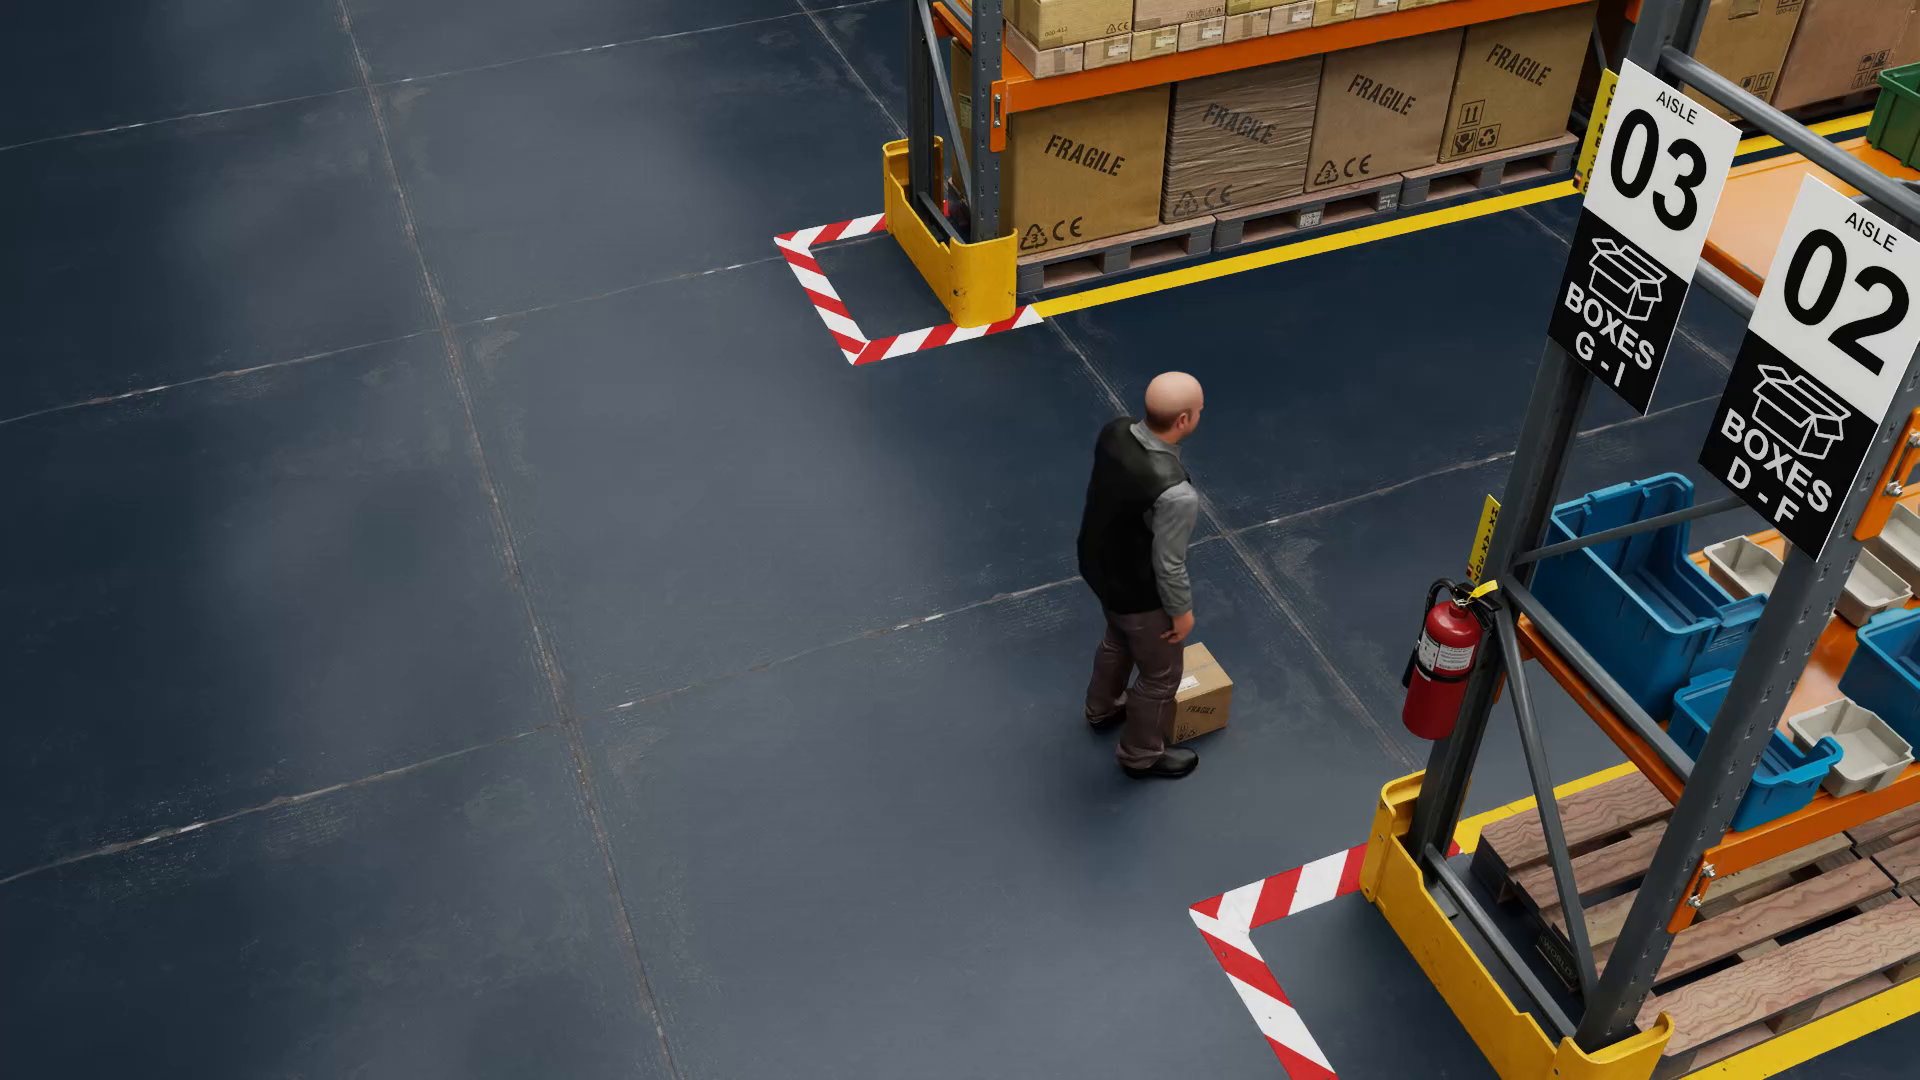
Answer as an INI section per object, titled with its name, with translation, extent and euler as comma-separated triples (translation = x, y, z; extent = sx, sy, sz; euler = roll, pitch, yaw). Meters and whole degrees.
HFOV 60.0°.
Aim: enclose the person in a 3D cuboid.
[person]
translation = 0.644, 0.138, 6.022
extent = 0.420, 1.720, 0.579
euler = -16, 44, -17
